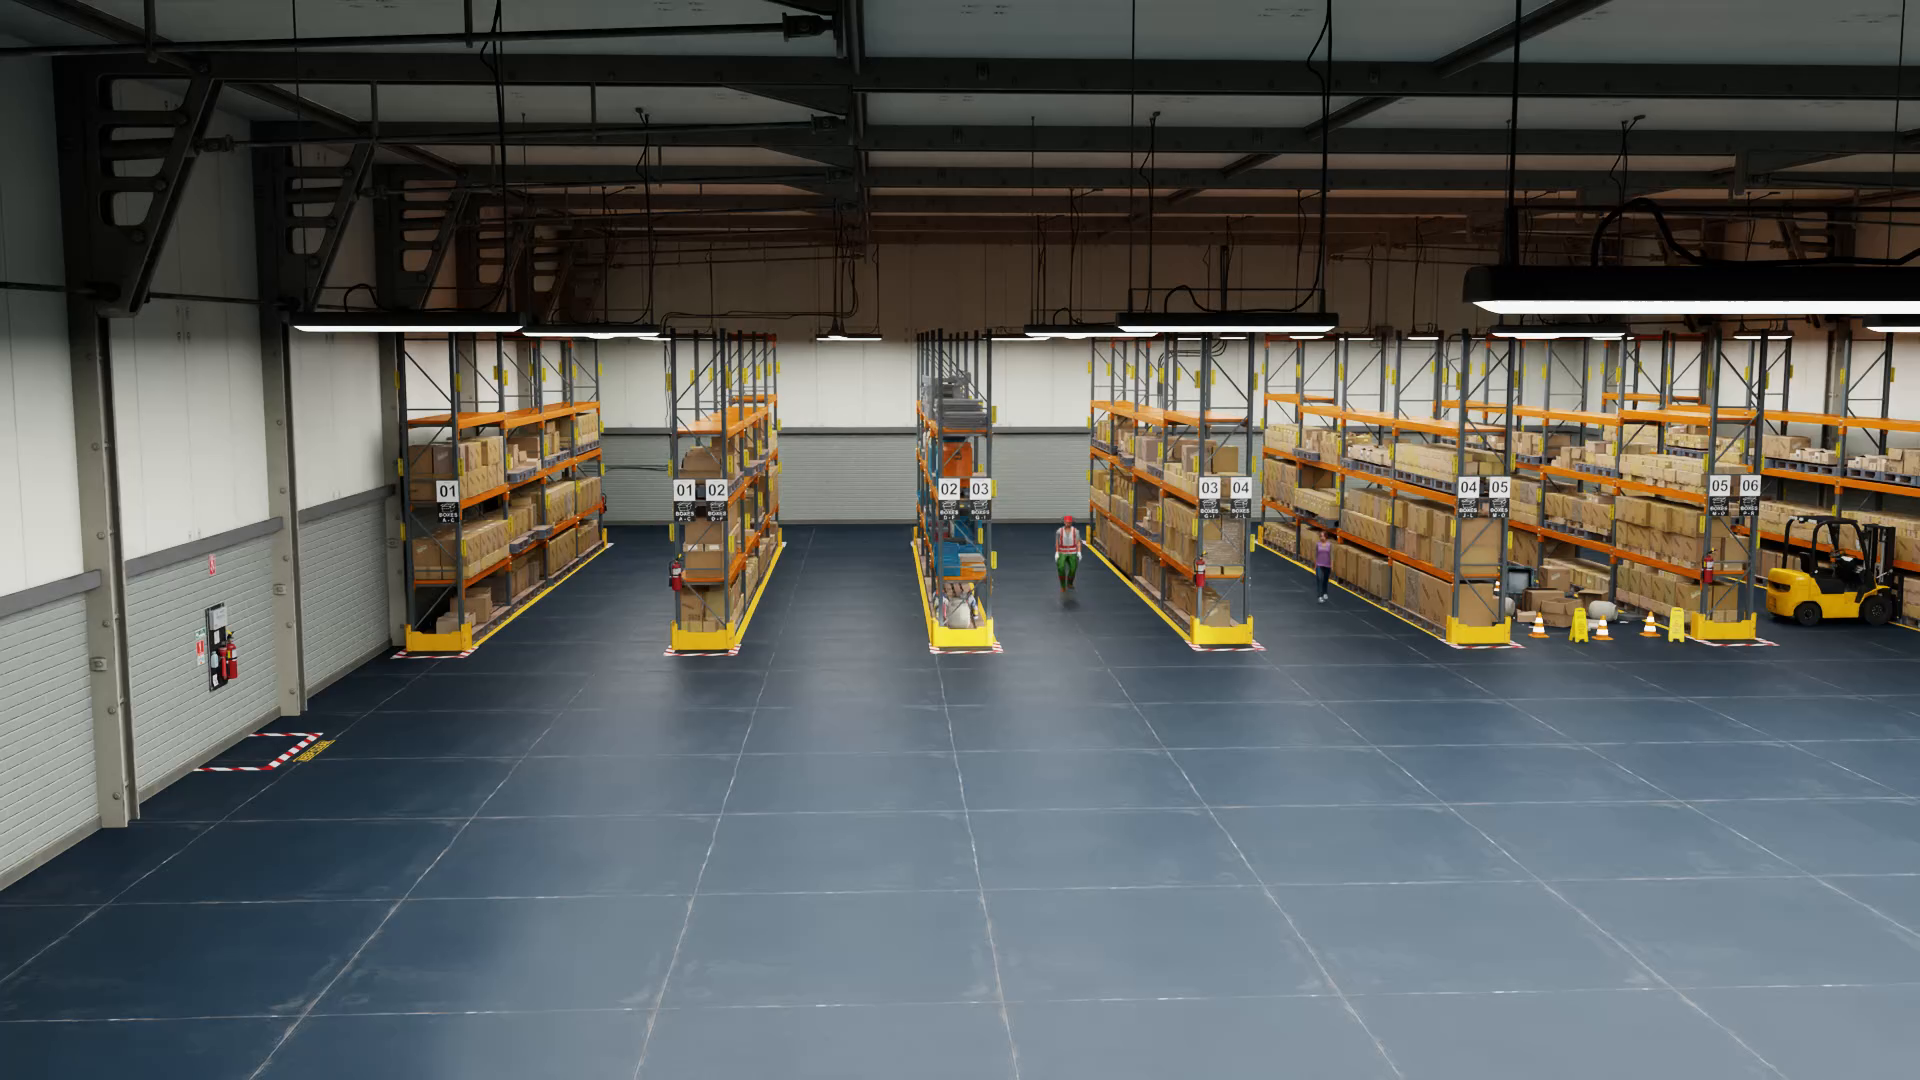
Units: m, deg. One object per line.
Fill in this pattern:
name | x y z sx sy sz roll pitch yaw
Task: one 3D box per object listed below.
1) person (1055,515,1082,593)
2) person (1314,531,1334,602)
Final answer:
person | 2.402 0.294 36.864 0.583 1.708 0.574 0 7 1
person | 8.088 0.582 36.944 0.432 1.552 0.903 1 7 9
